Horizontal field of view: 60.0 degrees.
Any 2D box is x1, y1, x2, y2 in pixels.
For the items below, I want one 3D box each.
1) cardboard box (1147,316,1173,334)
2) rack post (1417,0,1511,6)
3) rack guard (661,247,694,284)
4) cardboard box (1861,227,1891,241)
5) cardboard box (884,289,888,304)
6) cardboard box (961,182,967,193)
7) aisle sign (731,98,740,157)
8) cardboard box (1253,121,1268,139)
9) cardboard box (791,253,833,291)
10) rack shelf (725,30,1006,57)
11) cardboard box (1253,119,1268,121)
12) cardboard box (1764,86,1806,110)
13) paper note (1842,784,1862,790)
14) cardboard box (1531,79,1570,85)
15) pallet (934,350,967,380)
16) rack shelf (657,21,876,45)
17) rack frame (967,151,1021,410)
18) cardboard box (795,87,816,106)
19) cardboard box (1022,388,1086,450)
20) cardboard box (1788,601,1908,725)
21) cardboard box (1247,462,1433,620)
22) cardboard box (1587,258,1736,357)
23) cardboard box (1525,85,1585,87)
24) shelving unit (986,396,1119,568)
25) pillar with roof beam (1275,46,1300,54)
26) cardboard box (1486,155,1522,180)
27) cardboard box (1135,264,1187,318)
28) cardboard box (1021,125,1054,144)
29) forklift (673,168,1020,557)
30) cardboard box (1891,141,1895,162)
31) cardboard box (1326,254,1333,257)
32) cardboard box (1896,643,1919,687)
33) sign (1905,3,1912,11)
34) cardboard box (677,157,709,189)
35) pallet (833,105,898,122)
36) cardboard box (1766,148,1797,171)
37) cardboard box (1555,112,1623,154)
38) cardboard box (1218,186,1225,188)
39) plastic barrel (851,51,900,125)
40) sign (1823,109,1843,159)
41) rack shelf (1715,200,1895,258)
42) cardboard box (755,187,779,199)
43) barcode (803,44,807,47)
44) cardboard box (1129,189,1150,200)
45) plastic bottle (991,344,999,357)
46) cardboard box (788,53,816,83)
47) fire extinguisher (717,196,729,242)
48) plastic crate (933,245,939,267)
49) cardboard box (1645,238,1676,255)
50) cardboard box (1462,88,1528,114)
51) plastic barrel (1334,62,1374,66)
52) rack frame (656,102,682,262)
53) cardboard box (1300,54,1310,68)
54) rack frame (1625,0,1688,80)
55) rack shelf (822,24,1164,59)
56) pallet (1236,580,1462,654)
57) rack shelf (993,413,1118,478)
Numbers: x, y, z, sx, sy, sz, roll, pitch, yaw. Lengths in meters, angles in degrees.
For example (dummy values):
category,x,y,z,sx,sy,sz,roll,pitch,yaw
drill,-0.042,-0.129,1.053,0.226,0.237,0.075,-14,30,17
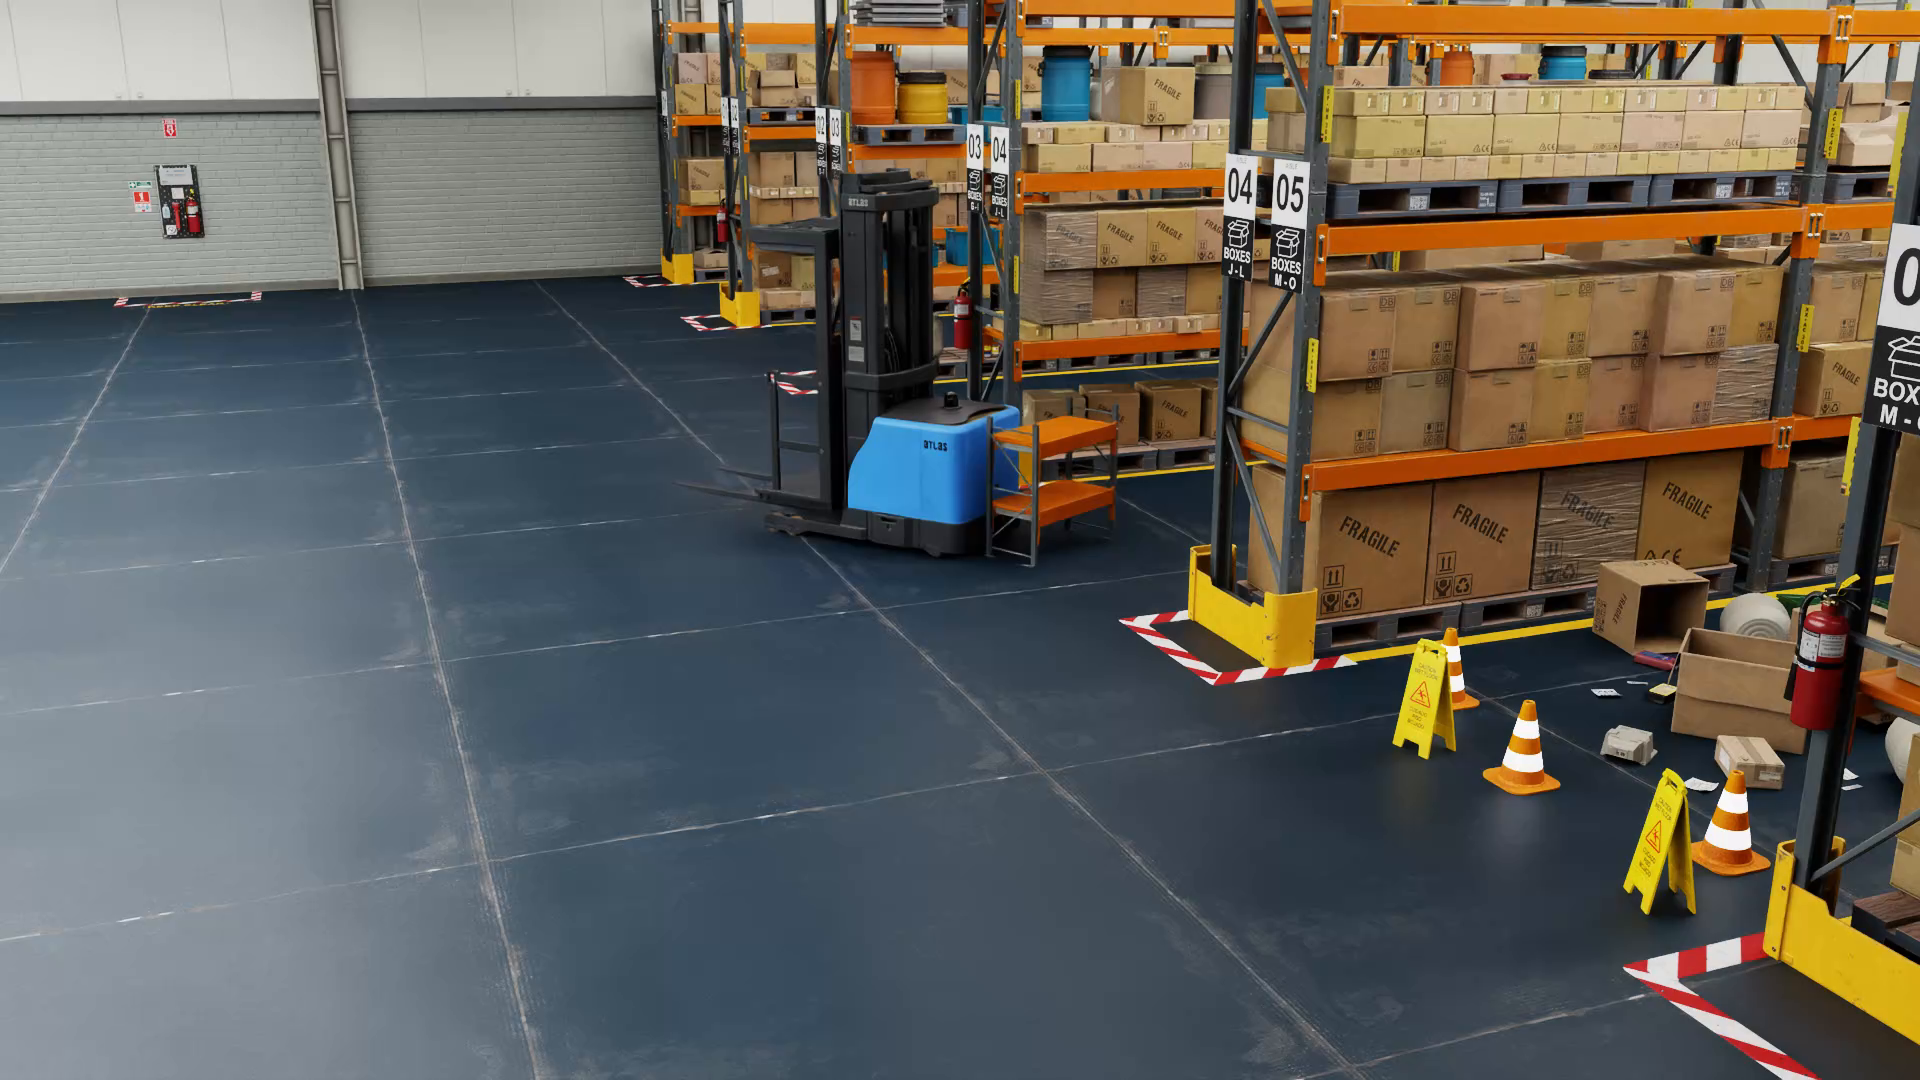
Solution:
category,x,y,z,sx,sy,sz,roll,pitch,yaw
cardboard box,1.819,-2.061,15.739,0.250,0.149,0.380,-6,17,-20
rack post,6.663,-7.123,22.019,0.937,0.300,0.954,-6,17,-20
rack guard,-4.944,-4.806,29.076,0.348,0.500,1.175,-6,17,-20
cardboard box,10.270,-3.694,18.896,0.637,0.503,0.797,-6,17,-19
cardboard box,-1.257,-3.723,25.087,0.500,0.250,0.500,-6,17,-20
cardboard box,0.088,-5.349,25.160,0.250,0.149,0.380,-7,18,-21
aisle sign,-3.190,-5.855,23.597,0.004,0.787,0.394,-6,17,-20
cardboard box,2.836,-3.849,15.615,0.250,0.149,0.380,-5,17,-18
cardboard box,-2.192,-3.983,24.642,0.500,0.500,0.500,-6,17,-20
rack shelf,-1.371,-7.238,24.260,4.000,0.370,1.077,-6,17,-20
cardboard box,2.925,-3.995,16.114,0.250,0.149,0.380,-6,17,-18
cardboard box,5.491,-3.006,11.294,0.250,0.149,0.380,-6,18,-21
paper note,4.835,1.341,9.015,0.123,0.001,0.032,-6,17,-20
cardboard box,6.300,-4.539,17.343,0.500,0.500,0.500,-7,18,-22
pallet,-0.655,-2.153,20.557,1.213,0.211,1.003,-6,17,-20
rack shelf,-3.147,-8.731,28.641,4.000,0.370,1.077,-6,17,-20
rack frame,0.303,-2.088,15.384,0.127,3.000,1.000,-6,17,-20
cardboard box,-2.258,-6.516,24.412,0.500,0.250,0.500,-6,17,-20
cardboard box,0.892,-1.148,15.876,0.500,0.500,0.500,-3,17,-10
cardboard box,5.453,0.713,10.037,0.503,0.637,0.797,-6,17,-20
cardboard box,2.593,-0.040,11.437,0.875,0.875,0.875,-6,17,-20
cardboard box,4.890,-1.652,11.716,0.550,0.550,0.875,-6,17,-20
cardboard box,4.069,-3.051,11.447,0.250,0.149,0.380,-6,17,-20
shelving unit,0.737,-0.478,13.231,0.538,1.125,1.048,14,21,39
pillar with roof beam,8.076,-9.251,29.131,0.400,9.000,9.100,-6,17,-20
cardboard box,3.361,-2.393,10.622,0.250,0.149,0.380,-6,17,-20
cardboard box,1.732,-2.448,15.904,0.500,0.500,0.875,-6,17,-20
cardboard box,0.643,-3.613,14.814,0.250,0.149,0.380,-6,18,-20
forklift,-1.032,-1.558,13.703,3.031,2.935,1.130,9,19,29
cardboard box,6.776,-2.783,11.952,0.380,0.149,0.250,-6,17,-20
cardboard box,3.250,-2.993,15.986,0.500,0.500,0.500,-6,17,-20
cardboard box,4.121,0.546,6.860,0.250,0.149,0.380,-6,17,-18
sign,13.683,-7.585,24.028,0.005,0.325,0.100,-6,17,-20
cardboard box,-4.650,-6.398,28.963,0.500,0.500,0.500,-6,18,-21
pallet,-1.428,-6.280,24.493,1.213,0.211,1.003,-6,17,-20
cardboard box,5.493,-2.623,11.406,0.250,0.149,0.380,-6,17,-20
cardboard box,3.939,-2.666,10.845,0.500,0.250,0.500,-6,17,-20
cardboard box,5.014,-6.893,32.156,0.250,0.149,0.380,-6,17,-20
plastic barrel,-1.061,-5.320,19.560,0.708,0.830,0.600,-6,17,-20
sign,5.918,-2.755,11.275,0.005,0.325,0.100,-6,17,-20
rack shelf,7.586,-2.472,12.644,4.000,0.370,1.077,-6,17,-20
cardboard box,-2.795,-5.037,24.097,0.250,0.149,0.380,-6,18,-20
barcode,-2.731,-8.724,29.289,0.075,0.075,0.001,-6,17,-20
cardboard box,2.671,-5.376,26.403,0.500,0.500,0.500,-7,18,-23
plastic bottle,0.432,-2.371,20.533,0.097,0.201,0.097,0,16,0
cardboard box,-2.642,-8.142,28.689,0.500,0.500,0.500,-7,18,-22
fire extinguisher,-3.515,-4.768,24.647,0.183,0.674,0.296,-6,17,-20
plastic crate,-0.501,-3.513,20.500,0.408,0.251,0.499,-6,17,-20
cardboard box,7.283,-3.079,17.836,0.500,0.500,0.500,-9,18,-27
cardboard box,3.358,-2.775,10.510,0.250,0.149,0.380,-6,18,-21
plastic barrel,5.156,-5.851,21.987,0.600,0.901,0.600,0,16,0
rack frame,-5.015,-5.997,28.698,0.127,3.000,1.000,-6,17,-20
cardboard box,5.594,-7.613,26.924,0.500,0.500,0.500,-6,17,-20
rack frame,9.736,-7.479,23.096,0.127,3.000,1.000,-6,17,-20
rack shelf,0.398,-5.934,19.821,4.000,0.370,1.077,-6,17,-20
pallet,2.702,0.464,11.643,1.213,0.211,1.003,-6,17,-20
rack shelf,0.737,-0.759,13.148,0.538,0.278,1.000,14,21,39
